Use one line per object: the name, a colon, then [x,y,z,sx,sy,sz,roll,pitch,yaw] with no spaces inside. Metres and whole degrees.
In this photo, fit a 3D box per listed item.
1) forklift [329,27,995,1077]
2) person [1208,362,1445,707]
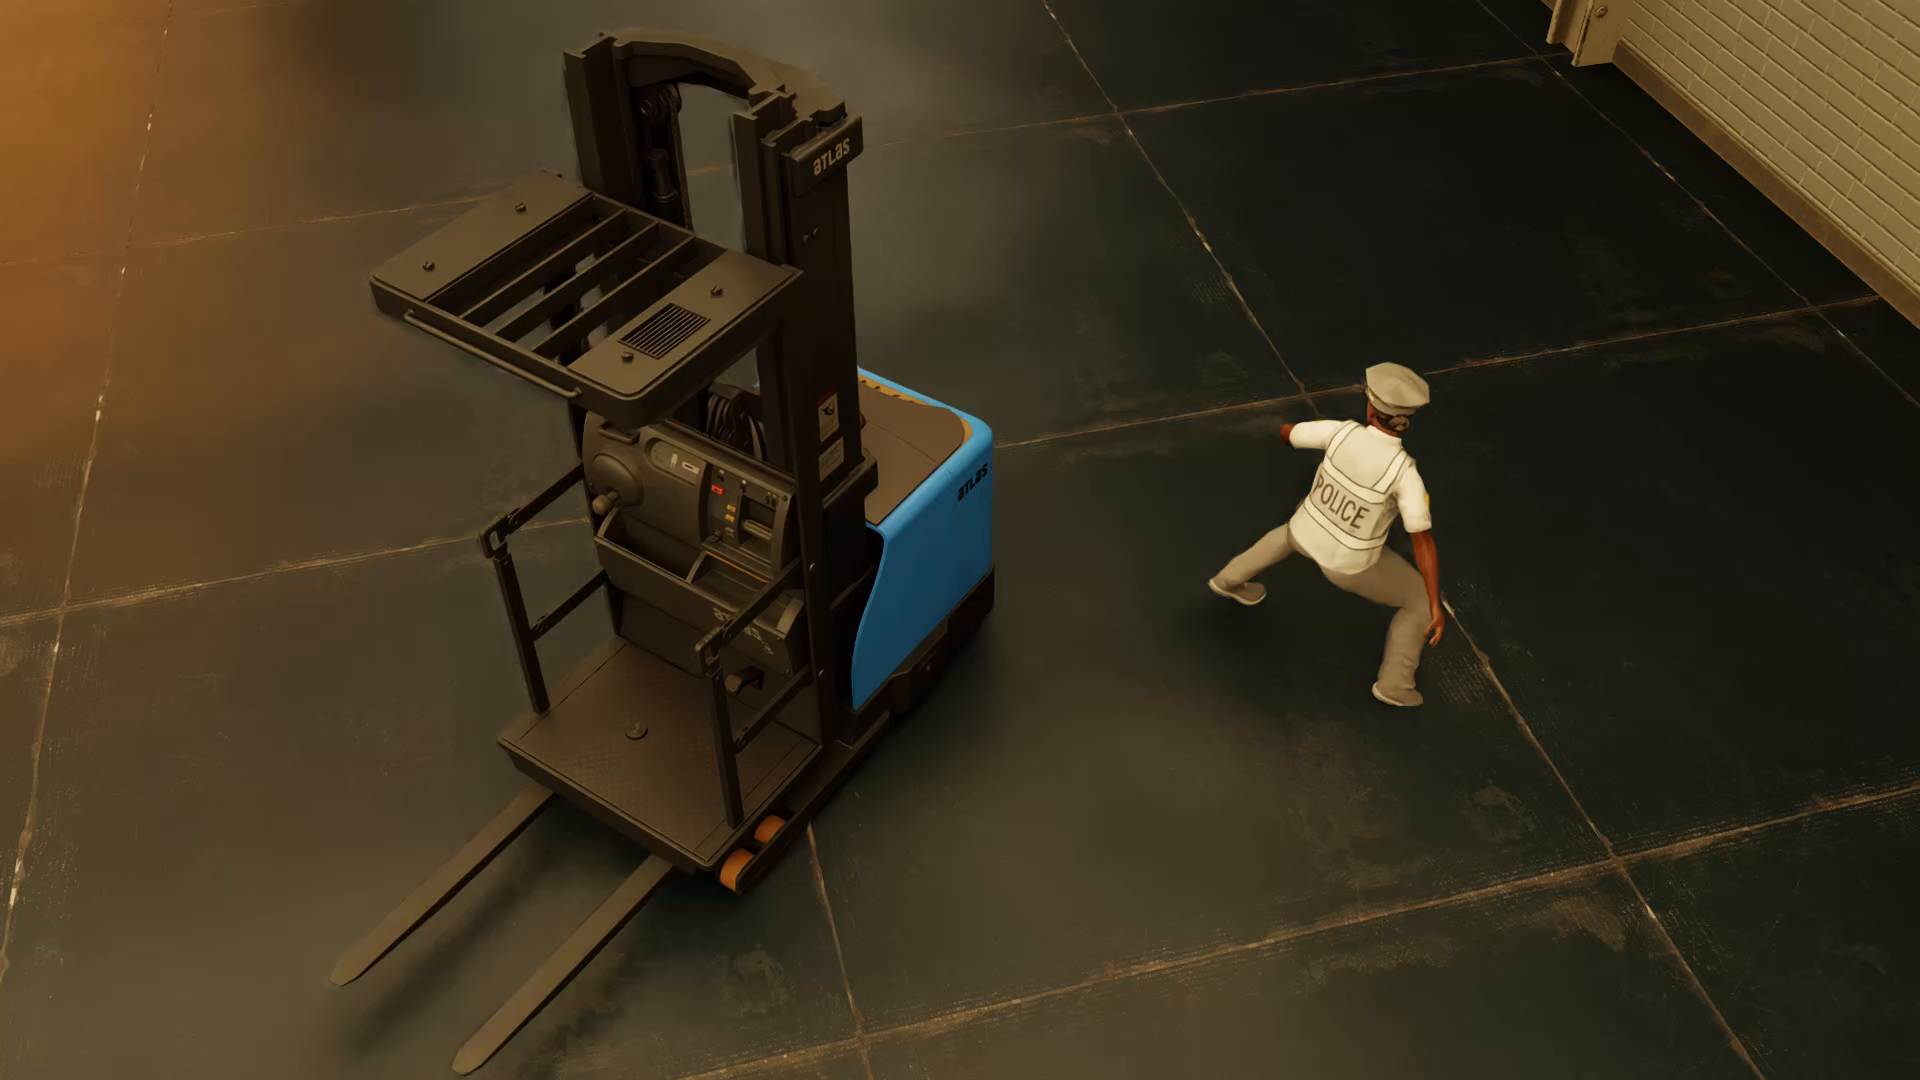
forklift: [-1.090,-0.099,5.750,1.130,2.935,3.031,25,49,24]
person: [1.602,0.017,6.723,0.500,1.569,1.109,-27,50,-26]
